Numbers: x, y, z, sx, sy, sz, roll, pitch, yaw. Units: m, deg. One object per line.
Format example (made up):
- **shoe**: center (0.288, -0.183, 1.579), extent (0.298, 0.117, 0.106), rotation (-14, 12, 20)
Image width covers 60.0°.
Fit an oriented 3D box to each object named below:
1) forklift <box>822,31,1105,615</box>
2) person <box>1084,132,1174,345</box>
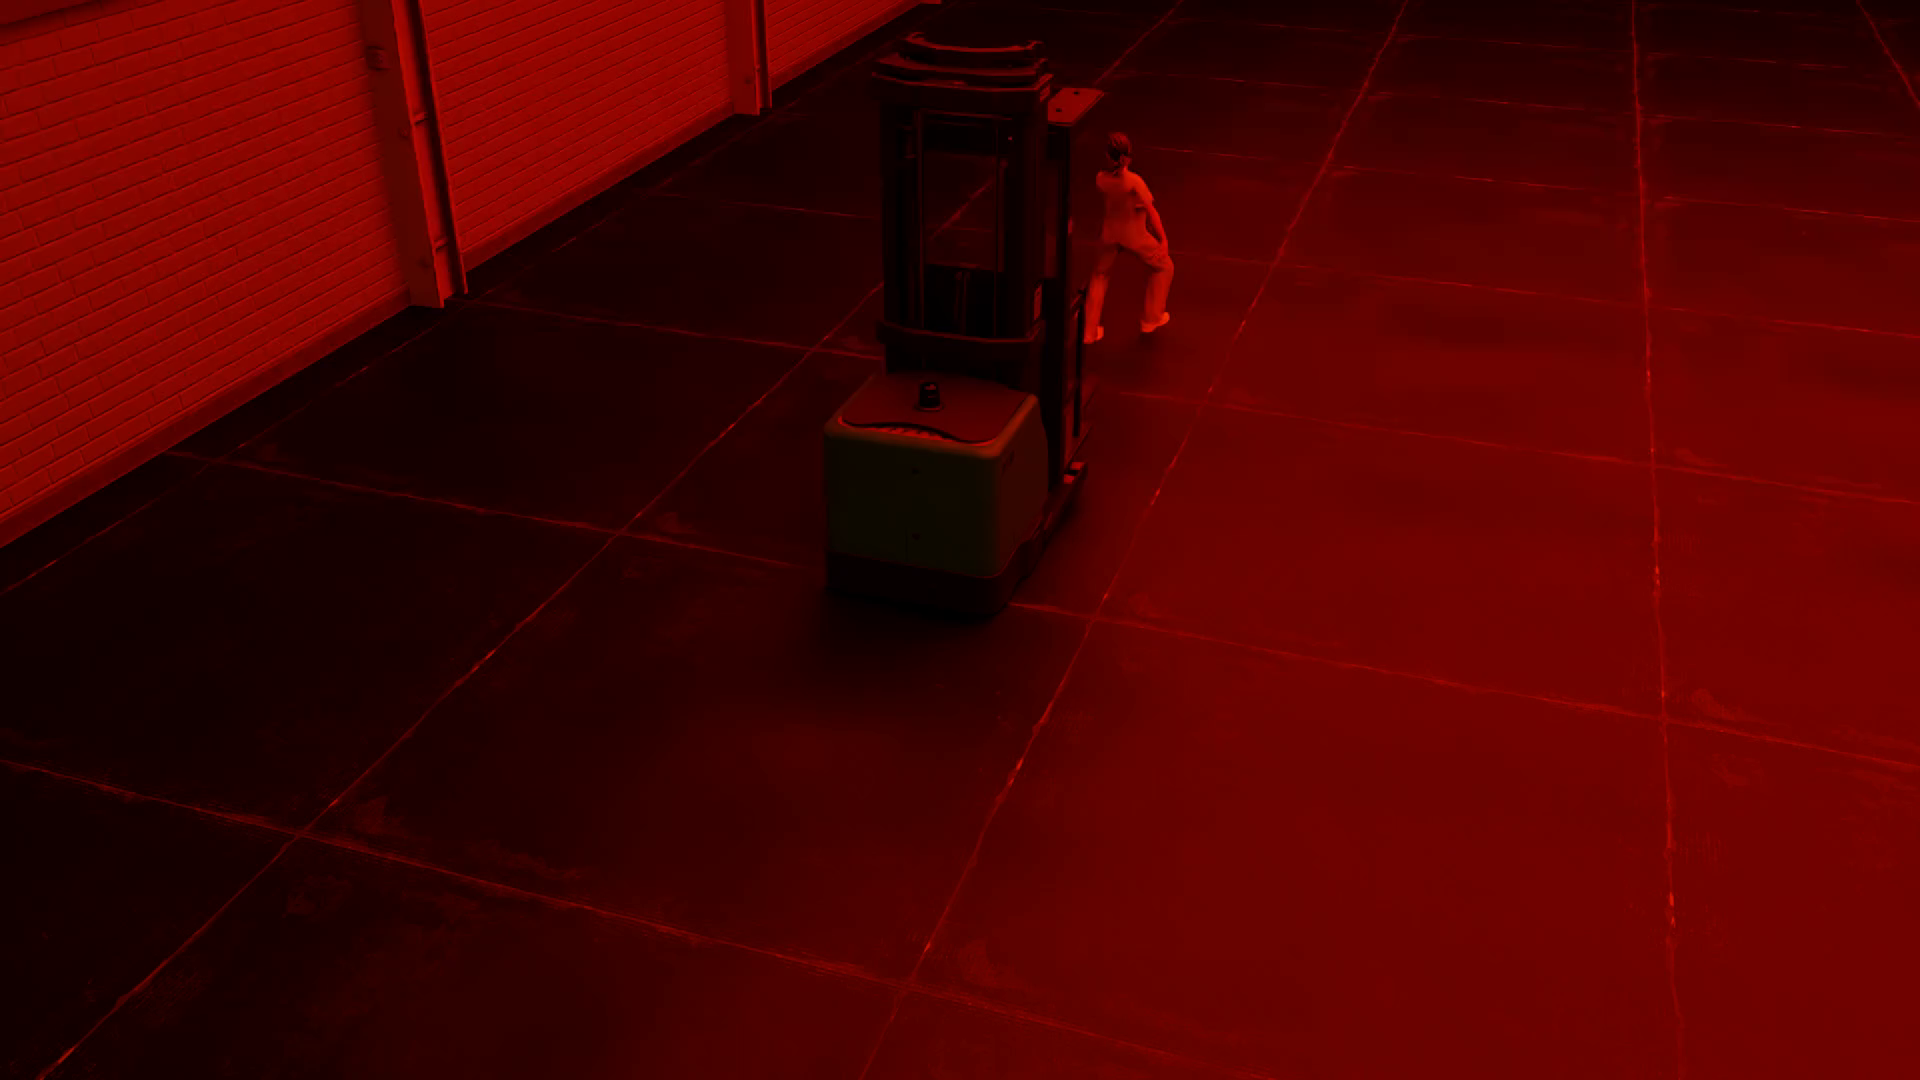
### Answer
- **forklift**: center (0.187, -1.576, 9.901), extent (1.130, 2.935, 3.031), rotation (9, 31, 16)
- **person**: center (1.299, -2.280, 12.497), extent (0.603, 1.590, 0.775), rotation (15, 33, 24)
